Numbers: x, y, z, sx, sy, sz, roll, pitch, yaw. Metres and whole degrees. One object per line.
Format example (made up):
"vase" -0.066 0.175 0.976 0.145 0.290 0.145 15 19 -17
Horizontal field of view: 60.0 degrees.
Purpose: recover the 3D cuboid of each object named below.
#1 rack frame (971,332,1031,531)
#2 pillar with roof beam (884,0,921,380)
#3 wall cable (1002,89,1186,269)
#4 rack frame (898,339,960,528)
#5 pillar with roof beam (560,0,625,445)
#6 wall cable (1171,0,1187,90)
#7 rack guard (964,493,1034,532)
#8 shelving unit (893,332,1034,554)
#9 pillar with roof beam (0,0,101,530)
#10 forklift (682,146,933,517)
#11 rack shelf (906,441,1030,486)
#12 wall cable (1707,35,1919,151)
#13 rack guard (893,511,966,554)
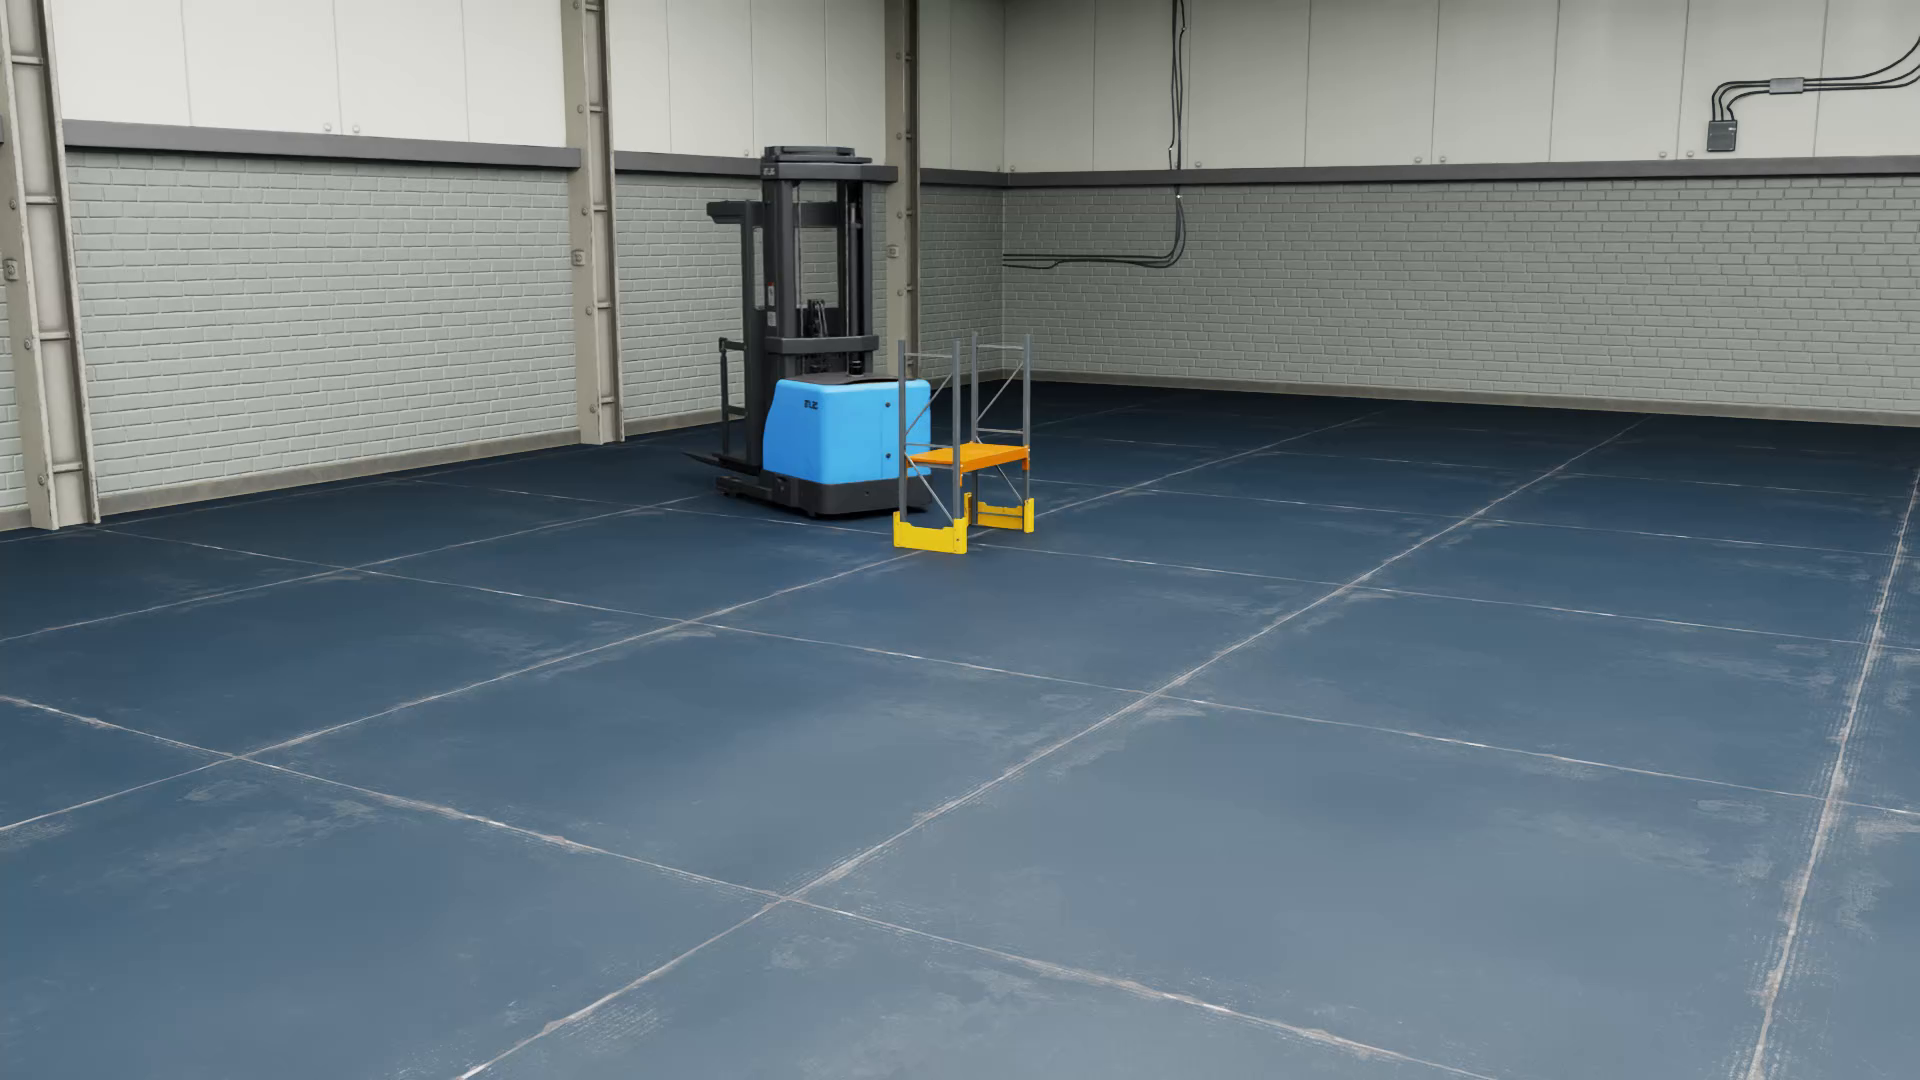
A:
"rack frame" 0.308 -0.831 12.729 0.500 1.500 0.032 6 12 31
"pillar with roof beam" 2.904 -6.022 20.081 9.100 9.000 0.400 6 12 31
"wall cable" 1.885 -5.244 24.363 3.097 2.526 0.112 6 12 31
"rack frame" -0.220 -0.671 11.875 0.500 1.500 0.032 6 12 31
"pillar with roof beam" -0.211 -5.078 15.040 9.100 9.000 0.400 6 12 31
"wall cable" 4.197 -7.468 22.518 3.097 2.526 0.112 6 12 31
"rack guard" 0.298 -0.213 12.828 0.587 0.250 0.087 6 12 31
"shelving unit" 0.040 -0.749 12.295 0.587 1.500 1.083 6 12 31
"pillar with roof beam" -3.326 -4.135 10.000 9.100 9.000 0.400 6 12 31
"forklift" -1.467 -1.846 14.265 1.130 2.935 3.031 -7 13 -34
"rack shelf" 0.044 -0.574 12.335 0.538 0.185 1.000 6 12 31
"wall cable" 9.990 -7.532 18.907 2.305 6.003 0.169 6 12 31
"rack guard" -0.219 -0.057 11.991 0.587 0.250 0.087 6 12 31
